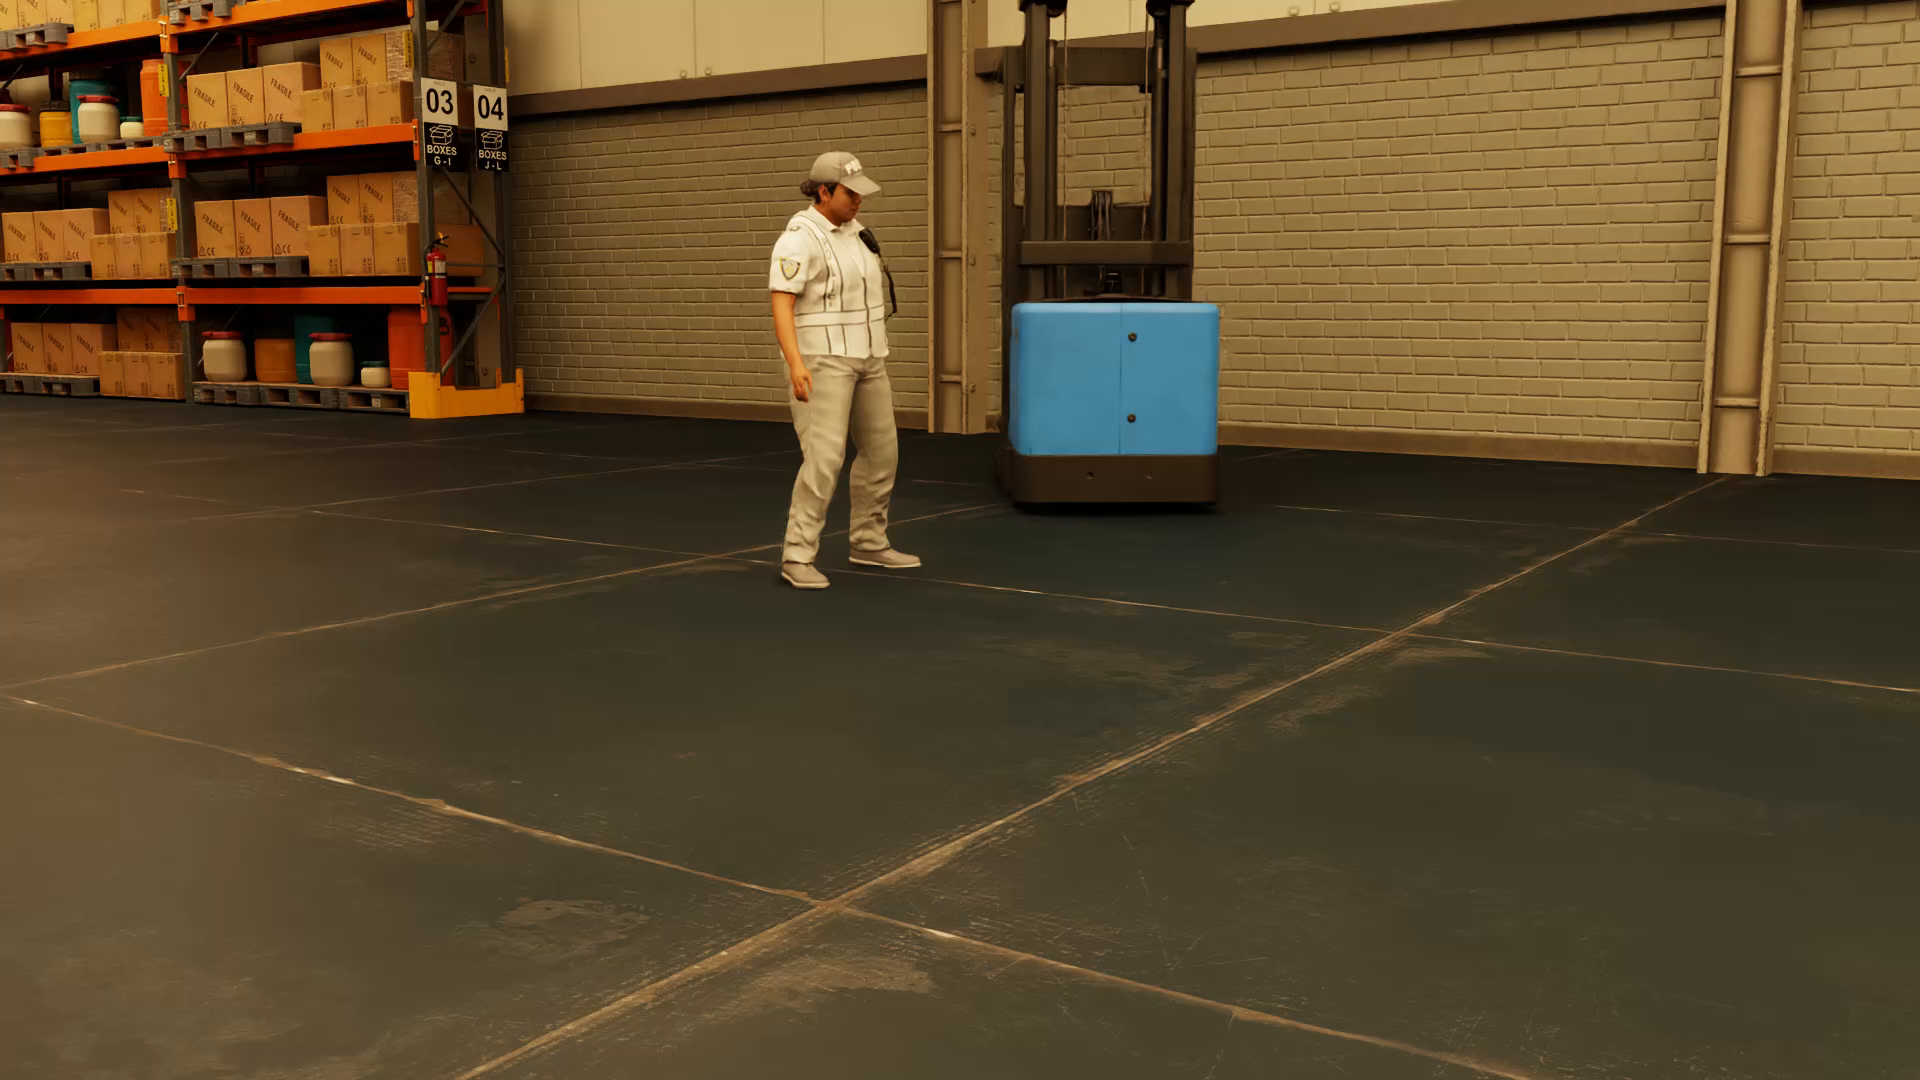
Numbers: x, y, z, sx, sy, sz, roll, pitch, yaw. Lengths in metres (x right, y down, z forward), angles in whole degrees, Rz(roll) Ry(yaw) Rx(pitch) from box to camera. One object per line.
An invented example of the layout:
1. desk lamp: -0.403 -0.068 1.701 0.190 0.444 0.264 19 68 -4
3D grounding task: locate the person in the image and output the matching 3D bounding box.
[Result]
1. person: -0.472 -0.670 6.508 0.418 1.655 0.752 5 10 34

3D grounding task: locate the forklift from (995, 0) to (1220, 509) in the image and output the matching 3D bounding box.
1. forklift: 0.779 -1.783 9.734 1.130 2.935 3.031 0 8 -1
